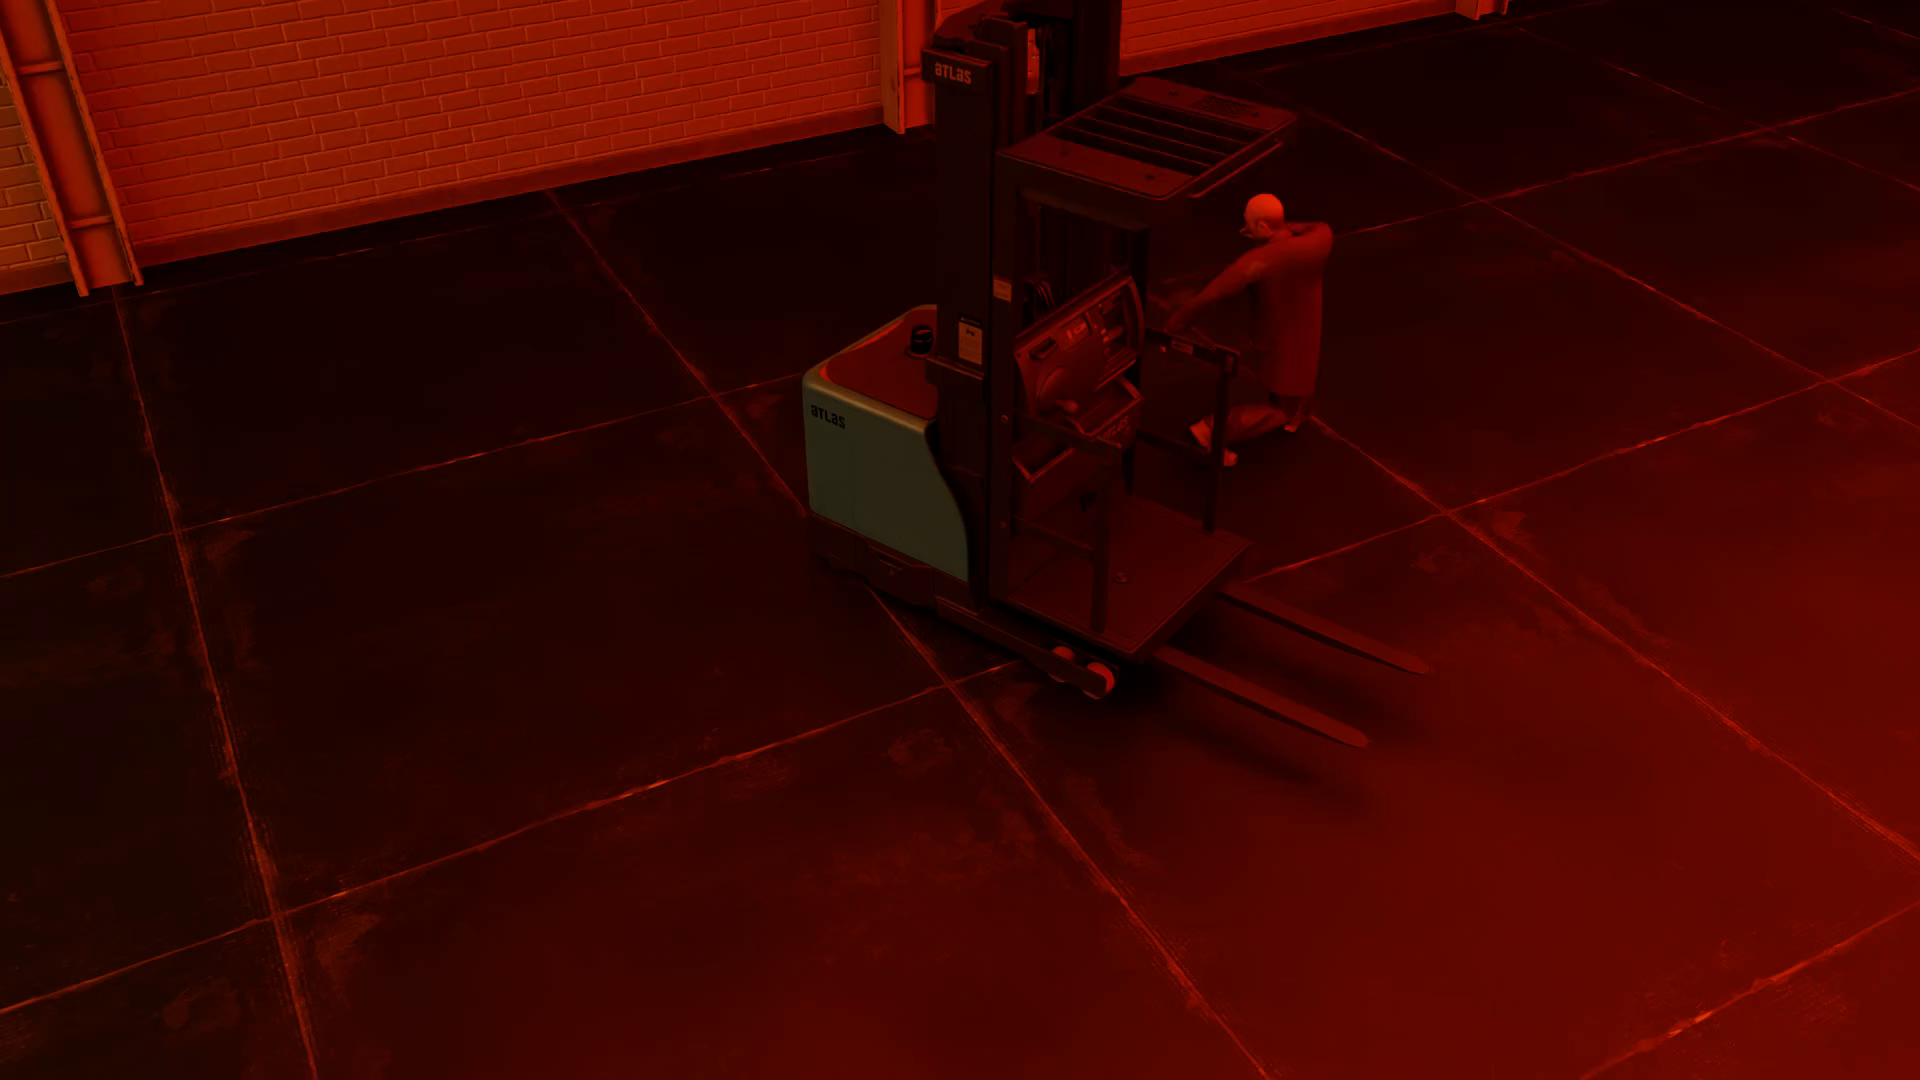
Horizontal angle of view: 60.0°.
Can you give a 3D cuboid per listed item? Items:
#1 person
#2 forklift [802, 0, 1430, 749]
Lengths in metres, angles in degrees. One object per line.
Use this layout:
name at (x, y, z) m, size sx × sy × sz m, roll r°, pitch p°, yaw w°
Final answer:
person at (1.604, -1.167, 9.079) m, size 0.780 × 1.548 × 1.006 m, roll 24°, pitch 42°, yaw 30°
forklift at (0.705, -0.817, 7.279) m, size 3.031 × 2.935 × 1.130 m, roll 24°, pitch 42°, yaw 30°
